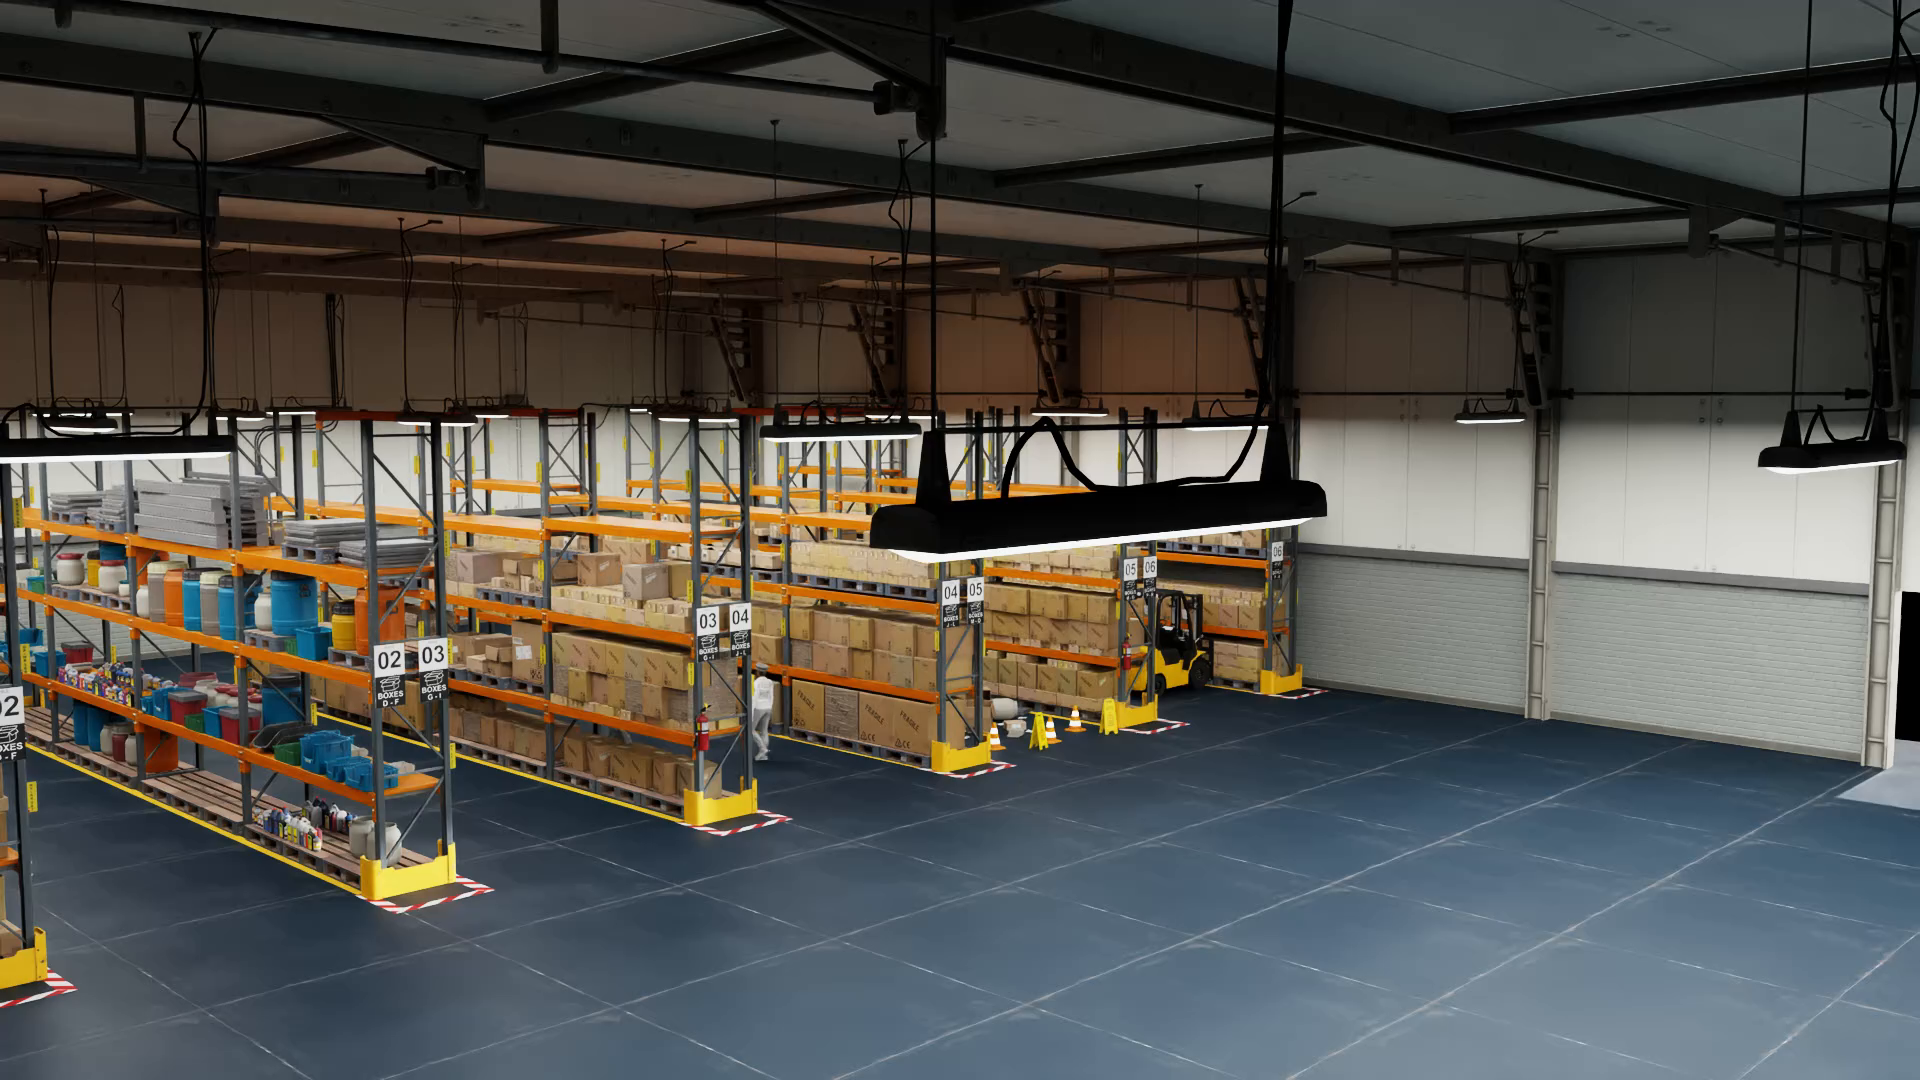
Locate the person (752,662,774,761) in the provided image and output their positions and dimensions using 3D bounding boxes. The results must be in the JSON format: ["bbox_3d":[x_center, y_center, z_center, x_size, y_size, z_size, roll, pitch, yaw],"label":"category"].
[{"bbox_3d":[-3.388,2.959,28.585,0.434,1.674,0.517,5,7,43],"label":"person"}]

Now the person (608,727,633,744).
[{"bbox_3d":[-5.962,2.885,29.436,1.012,1.619,0.570,4,6,35],"label":"person"}]
